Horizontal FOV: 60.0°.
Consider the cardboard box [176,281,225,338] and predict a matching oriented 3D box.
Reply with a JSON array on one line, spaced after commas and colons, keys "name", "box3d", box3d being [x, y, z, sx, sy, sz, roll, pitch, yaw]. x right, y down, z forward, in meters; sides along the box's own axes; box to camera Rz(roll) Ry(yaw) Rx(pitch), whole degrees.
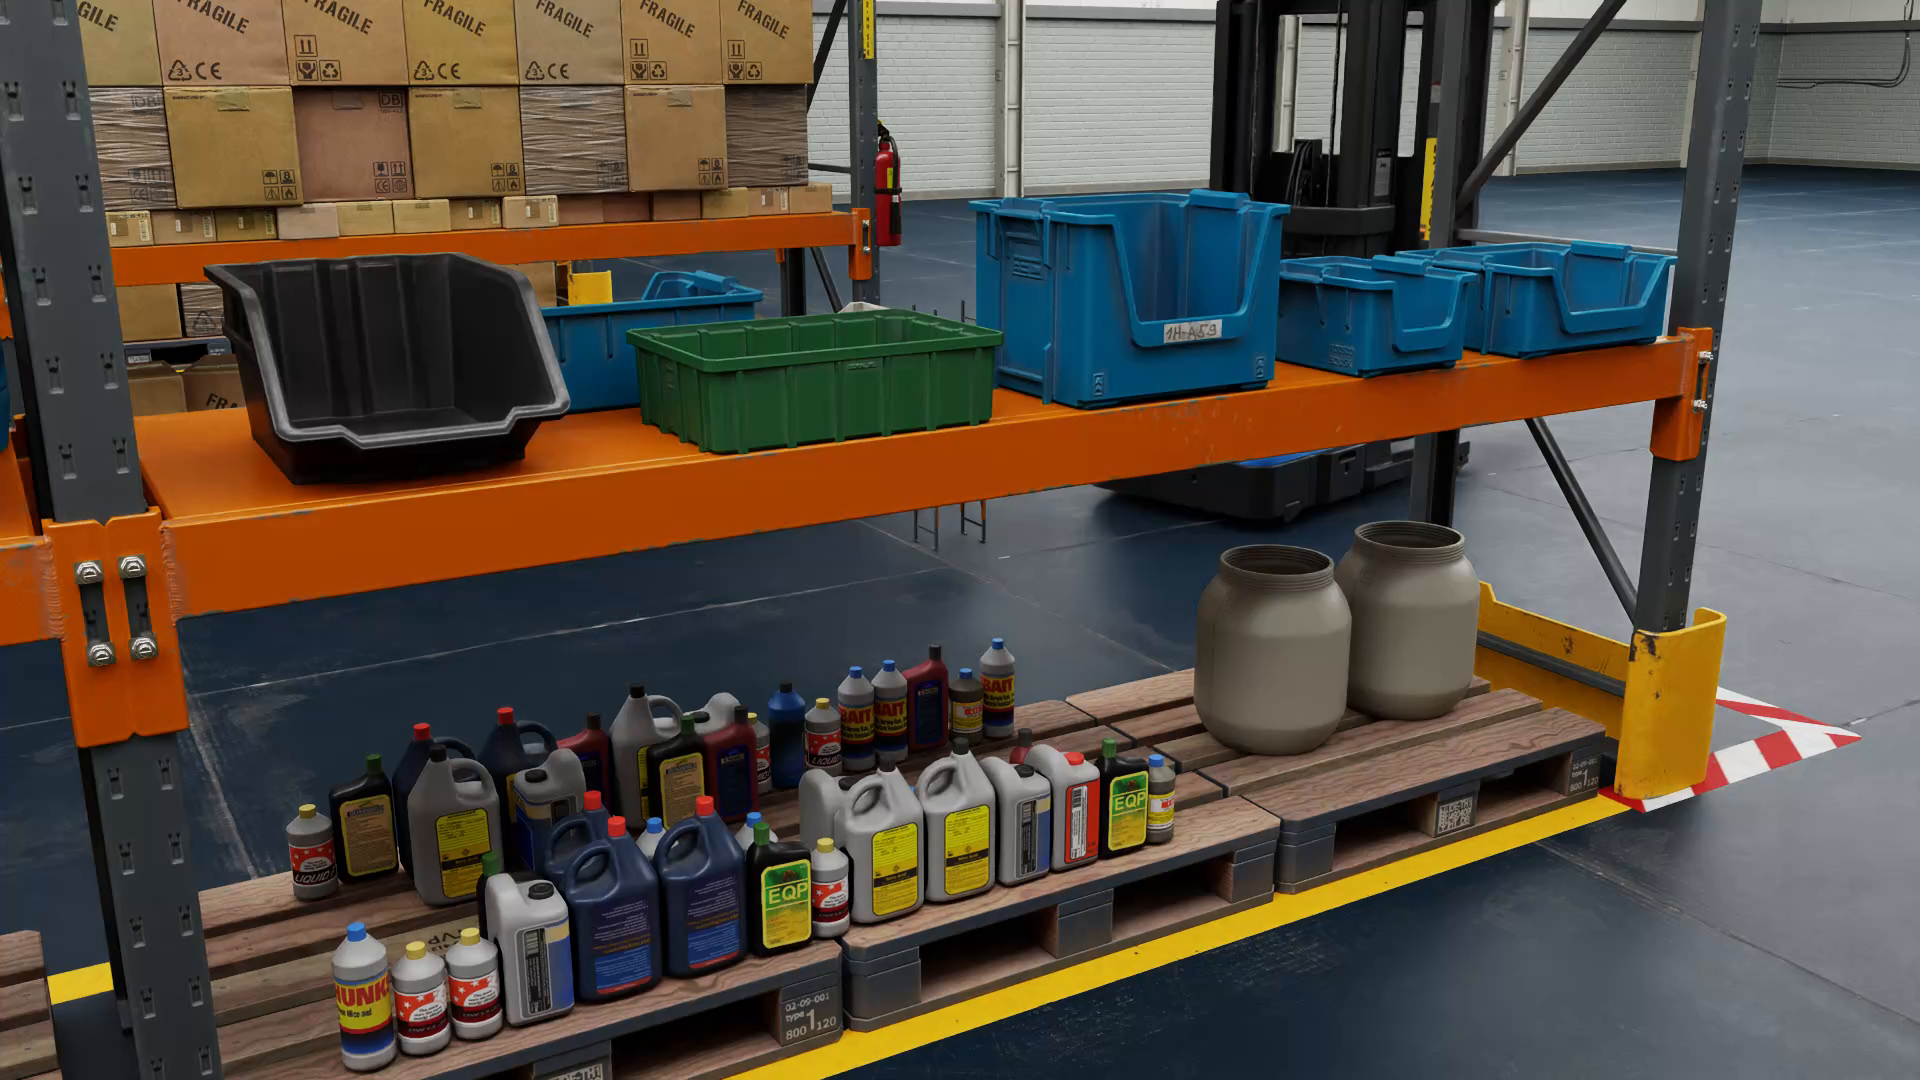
[{"name": "cardboard box", "box3d": [-5.282, -2.002, 12.155, 0.875, 0.875, 0.875, -9, 18, -29]}]

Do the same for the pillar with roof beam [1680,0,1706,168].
[{"name": "pillar with roof beam", "box3d": [18.477, -11.636, 32.247, 0.400, 9.000, 9.100, -9, 18, -30]}]

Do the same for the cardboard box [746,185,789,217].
[{"name": "cardboard box", "box3d": [-1.084, -1.777, 8.659, 0.250, 0.149, 0.380, -9, 18, -30]}]

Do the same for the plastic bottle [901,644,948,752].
[{"name": "plastic bottle", "box3d": [-0.099, 0.429, 4.540, 0.133, 0.283, 0.061, -9, 18, -29]}]

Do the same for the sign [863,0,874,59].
[{"name": "sign", "box3d": [-0.463, -2.599, 8.393, 0.005, 0.325, 0.100, -9, 18, -30]}]

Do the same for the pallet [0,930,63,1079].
[{"name": "pallet", "box3d": [-2.263, 1.142, 2.943, 1.213, 0.211, 1.003, -9, 18, -30]}]

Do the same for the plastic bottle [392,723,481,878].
[{"name": "plastic bottle", "box3d": [-1.206, 0.589, 3.844, 0.185, 0.351, 0.144, -10, 18, -31]}]

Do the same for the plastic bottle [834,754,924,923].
[{"name": "plastic bottle", "box3d": [-0.178, 0.644, 3.649, 0.185, 0.351, 0.144, -9, 18, -30]}]

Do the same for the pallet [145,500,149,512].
[{"name": "pallet", "box3d": [-3.603, -0.223, 7.815, 1.213, 0.211, 1.003, -9, 18, -30]}]

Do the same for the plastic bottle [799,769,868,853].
[{"name": "plastic bottle", "box3d": [-0.276, 0.649, 3.768, 0.135, 0.276, 0.152, -9, 18, -30]}]

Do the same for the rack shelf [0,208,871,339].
[{"name": "rack shelf", "box3d": [-2.446, -1.396, 8.165, 4.000, 0.370, 1.077, -9, 18, -30]}]

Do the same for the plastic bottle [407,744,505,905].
[{"name": "plastic bottle", "box3d": [-1.132, 0.622, 3.725, 0.185, 0.351, 0.144, -9, 18, -30]}]

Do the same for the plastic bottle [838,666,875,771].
[{"name": "plastic bottle", "box3d": [-0.275, 0.469, 4.419, 0.097, 0.271, 0.097, 0, 16, 0]}]

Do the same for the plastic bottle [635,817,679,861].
[{"name": "plastic bottle", "box3d": [-0.642, 0.719, 3.526, 0.097, 0.271, 0.097, 0, 16, 0]}]

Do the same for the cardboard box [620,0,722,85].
[{"name": "cardboard box", "box3d": [-1.501, -2.489, 8.142, 0.500, 0.500, 0.500, -9, 18, -30]}]

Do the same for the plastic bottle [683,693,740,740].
[{"name": "plastic bottle", "box3d": [-0.623, 0.532, 4.186, 0.135, 0.276, 0.152, -9, 18, -29]}]

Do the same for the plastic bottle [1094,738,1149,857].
[{"name": "plastic bottle", "box3d": [0.380, 0.599, 3.933, 0.133, 0.283, 0.061, -9, 18, -28]}]

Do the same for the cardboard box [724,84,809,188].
[{"name": "cardboard box", "box3d": [-1.217, -2.142, 8.756, 0.500, 0.500, 0.875, -9, 18, -30]}]

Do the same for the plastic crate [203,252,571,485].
[{"name": "plastic crate", "box3d": [-1.095, -0.332, 3.151, 0.504, 0.338, 0.767, -9, 18, -30]}]

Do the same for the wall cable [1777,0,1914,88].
[{"name": "wall cable", "box3d": [19.466, -11.240, 36.588, 0.112, 2.526, 3.097, -9, 18, -30]}]

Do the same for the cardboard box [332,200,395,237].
[{"name": "cardboard box", "box3d": [-2.762, -1.483, 7.609, 0.250, 0.149, 0.380, -9, 18, -30]}]

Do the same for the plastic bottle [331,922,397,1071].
[{"name": "plastic bottle", "box3d": [-1.111, 0.841, 3.093, 0.097, 0.271, 0.097, 0, 16, 0]}]

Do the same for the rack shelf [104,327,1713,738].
[{"name": "rack shelf", "box3d": [0.105, -0.250, 4.077, 4.000, 0.370, 1.077, -9, 18, -30]}]

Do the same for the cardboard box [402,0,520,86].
[{"name": "cardboard box", "box3d": [-2.364, -2.352, 7.655, 0.500, 0.500, 0.500, -9, 18, -30]}]

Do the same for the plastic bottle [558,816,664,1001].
[{"name": "plastic bottle", "box3d": [-0.704, 0.729, 3.344, 0.185, 0.351, 0.144, -9, 18, -28]}]

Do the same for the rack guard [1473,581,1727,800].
[{"name": "rack guard", "box3d": [1.778, 0.351, 5.233, 0.348, 0.500, 1.175, -9, 18, -30]}]

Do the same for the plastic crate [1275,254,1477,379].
[{"name": "plastic crate", "box3d": [0.985, -0.575, 4.179, 0.408, 0.251, 0.499, -9, 18, -30]}]

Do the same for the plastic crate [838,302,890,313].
[{"name": "plastic crate", "box3d": [-0.348, -0.476, 4.038, 0.437, 0.136, 0.530, -9, 18, -30]}]

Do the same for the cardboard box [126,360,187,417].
[{"name": "cardboard box", "box3d": [-3.797, -0.509, 7.522, 0.500, 0.500, 0.500, -10, 18, -31]}]

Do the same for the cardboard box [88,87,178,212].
[{"name": "cardboard box", "box3d": [-3.743, -1.704, 7.195, 0.500, 0.500, 0.875, -9, 18, -30]}]

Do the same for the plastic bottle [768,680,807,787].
[{"name": "plastic bottle", "box3d": [-0.449, 0.497, 4.319, 0.097, 0.271, 0.097, 0, 16, 0]}]

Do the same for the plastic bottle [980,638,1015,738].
[{"name": "plastic bottle", "box3d": [0.105, 0.407, 4.639, 0.097, 0.271, 0.097, 0, 16, 0]}]

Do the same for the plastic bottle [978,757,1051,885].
[{"name": "plastic bottle", "box3d": [0.122, 0.630, 3.836, 0.135, 0.276, 0.152, -10, 18, -31]}]

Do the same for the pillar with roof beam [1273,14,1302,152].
[{"name": "pillar with roof beam", "box3d": [8.191, -9.968, 26.296, 0.400, 9.000, 9.100, -9, 18, -30]}]

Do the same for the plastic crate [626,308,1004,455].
[{"name": "plastic crate", "box3d": [-0.301, -0.340, 3.457, 0.662, 0.188, 0.450, -9, 18, -30]}]

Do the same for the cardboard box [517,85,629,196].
[{"name": "cardboard box", "box3d": [-2.035, -1.985, 8.197, 0.500, 0.500, 0.875, -9, 18, -30]}]

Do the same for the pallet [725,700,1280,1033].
[{"name": "pallet", "box3d": [0.034, 0.770, 4.272, 1.213, 0.211, 1.003, -9, 18, -30]}]

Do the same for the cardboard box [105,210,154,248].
[{"name": "cardboard box", "box3d": [-3.600, -1.335, 7.082, 0.250, 0.149, 0.380, -9, 18, -30]}]

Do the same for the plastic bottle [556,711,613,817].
[{"name": "plastic bottle", "box3d": [-0.923, 0.563, 4.063, 0.133, 0.283, 0.061, -8, 17, -26]}]

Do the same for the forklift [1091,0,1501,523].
[{"name": "forklift", "box3d": [2.019, -1.813, 8.448, 1.130, 2.935, 3.031, 15, 21, 42]}]

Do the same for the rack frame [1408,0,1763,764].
[{"name": "rack frame", "box3d": [1.819, -0.874, 4.972, 0.127, 3.000, 1.000, -9, 18, -30]}]

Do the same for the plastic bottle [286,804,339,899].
[{"name": "plastic bottle", "box3d": [-1.459, 0.695, 3.744, 0.097, 0.201, 0.097, 0, 16, 0]}]

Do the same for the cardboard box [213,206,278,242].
[{"name": "cardboard box", "box3d": [-3.191, -1.413, 7.360, 0.250, 0.149, 0.380, -9, 18, -30]}]

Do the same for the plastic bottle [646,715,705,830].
[{"name": "plastic bottle", "box3d": [-0.690, 0.570, 4.036, 0.133, 0.283, 0.061, -9, 18, -30]}]

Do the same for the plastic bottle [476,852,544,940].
[{"name": "plastic bottle", "box3d": [-0.903, 0.759, 3.362, 0.133, 0.283, 0.061, -9, 18, -30]}]

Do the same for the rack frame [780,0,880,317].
[{"name": "rack frame", "box3d": [-0.732, -2.020, 9.060, 0.127, 3.000, 1.000, -9, 18, -30]}]

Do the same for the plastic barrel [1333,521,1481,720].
[{"name": "plastic barrel", "box3d": [1.294, 0.230, 4.861, 0.421, 0.512, 0.421, 0, 16, 0]}]

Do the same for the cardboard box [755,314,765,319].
[{"name": "cardboard box", "box3d": [-1.276, -0.936, 9.045, 0.500, 0.500, 0.500, -6, 17, -19]}]

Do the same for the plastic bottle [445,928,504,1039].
[{"name": "plastic bottle", "box3d": [-0.936, 0.846, 3.204, 0.097, 0.201, 0.097, 0, 16, 0]}]

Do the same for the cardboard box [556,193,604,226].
[{"name": "cardboard box", "box3d": [-1.933, -1.634, 8.149, 0.250, 0.149, 0.380, -9, 18, -30]}]

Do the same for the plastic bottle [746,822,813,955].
[{"name": "plastic bottle", "box3d": [-0.379, 0.722, 3.494, 0.133, 0.283, 0.061, -8, 18, -27]}]

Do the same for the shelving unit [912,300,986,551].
[{"name": "shelving unit", "box3d": [-0.046, -0.498, 7.242, 0.252, 1.050, 0.215, -9, 18, -30]}]

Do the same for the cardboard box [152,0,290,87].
[{"name": "cardboard box", "box3d": [-3.216, -2.211, 7.150, 0.500, 0.500, 0.500, -9, 18, -30]}]

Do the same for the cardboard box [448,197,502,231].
[{"name": "cardboard box", "box3d": [-2.351, -1.560, 7.885, 0.250, 0.149, 0.380, -9, 18, -30]}]

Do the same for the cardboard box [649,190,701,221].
[{"name": "cardboard box", "box3d": [-1.494, -1.700, 8.381, 0.250, 0.149, 0.380, -9, 18, -30]}]

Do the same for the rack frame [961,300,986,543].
[{"name": "rack frame", "box3d": [0.059, -0.515, 7.302, 0.008, 1.050, 0.200, -9, 18, -30]}]

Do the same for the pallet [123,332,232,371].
[{"name": "pallet", "box3d": [-5.936, -1.371, 11.909, 1.213, 0.211, 1.003, -9, 18, -30]}]

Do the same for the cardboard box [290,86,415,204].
[{"name": "cardboard box", "box3d": [-2.919, -1.858, 7.745, 0.500, 0.500, 0.875, -9, 18, -30]}]
